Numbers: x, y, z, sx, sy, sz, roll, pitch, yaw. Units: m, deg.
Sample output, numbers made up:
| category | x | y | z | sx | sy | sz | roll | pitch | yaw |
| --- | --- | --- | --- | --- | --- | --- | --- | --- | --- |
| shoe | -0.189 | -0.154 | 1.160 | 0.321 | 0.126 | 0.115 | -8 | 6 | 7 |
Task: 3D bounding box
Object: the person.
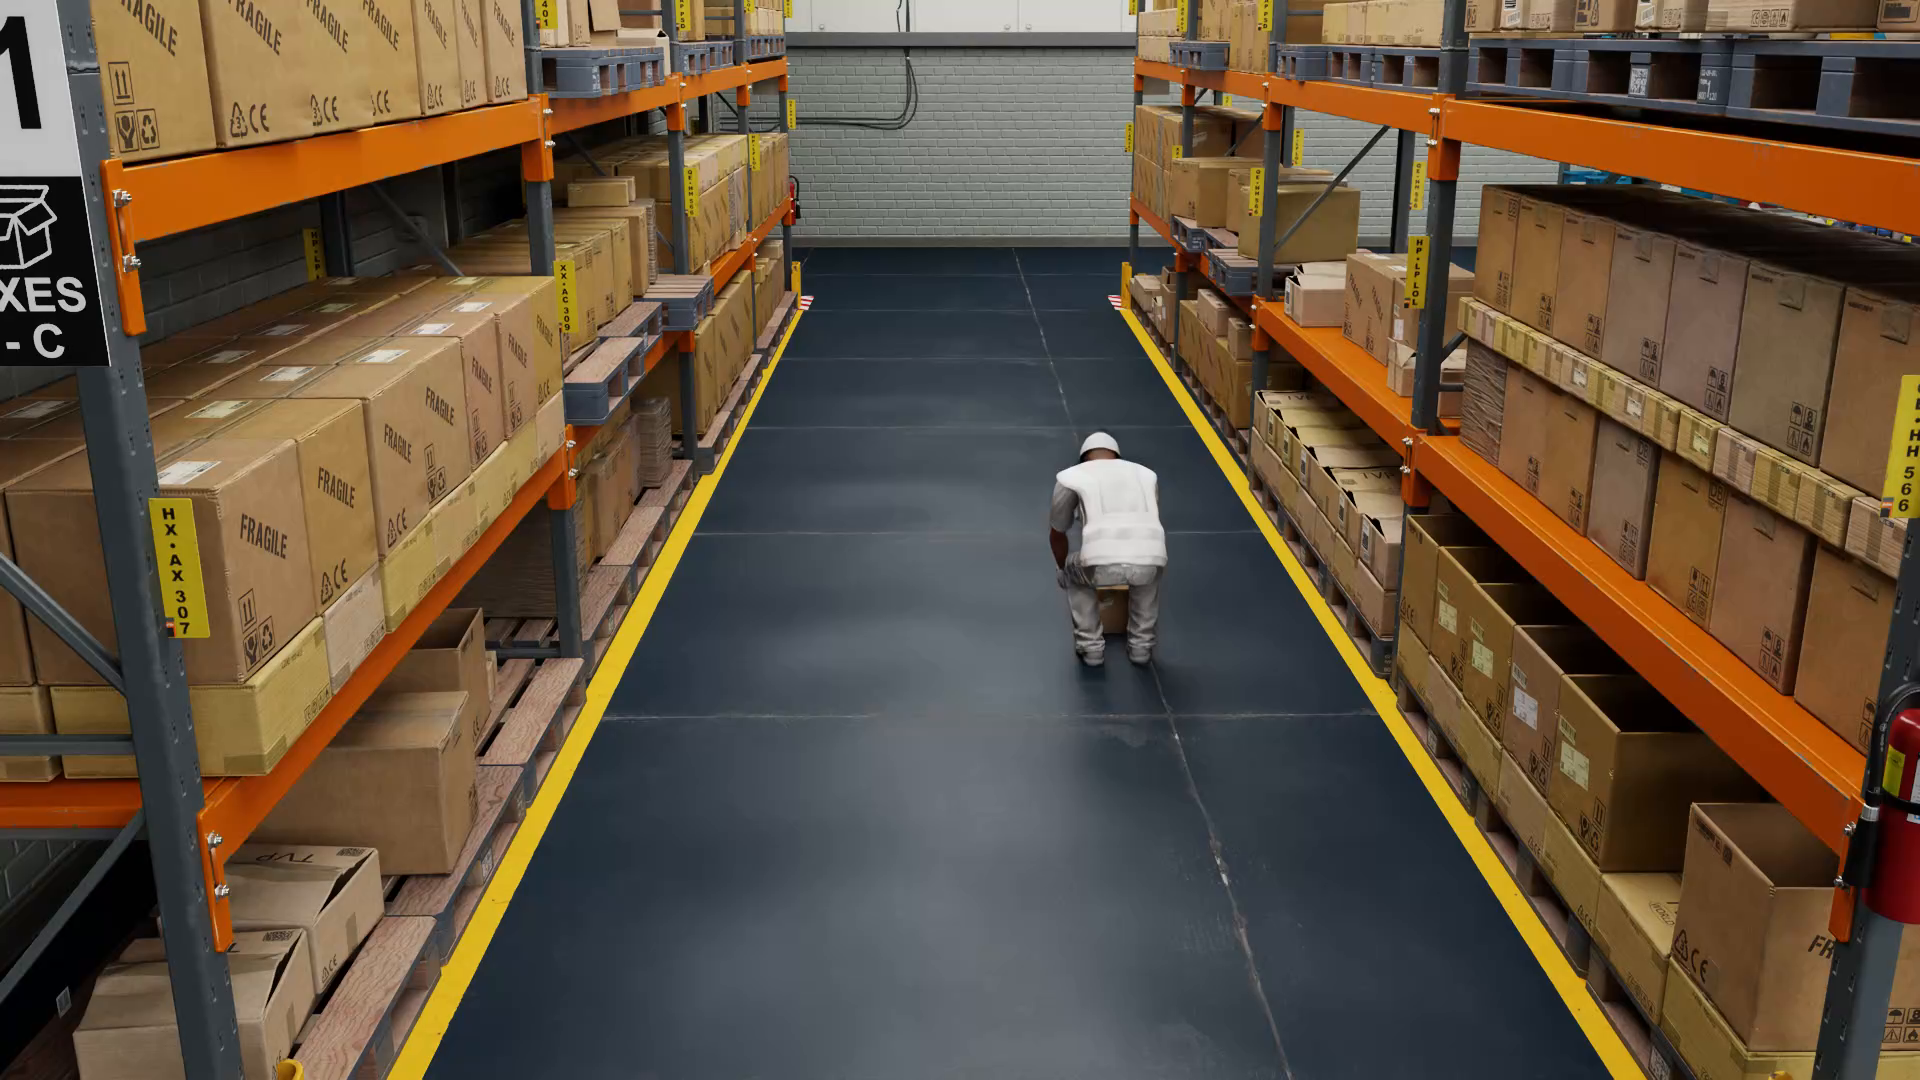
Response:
| category | x | y | z | sx | sy | sz | roll | pitch | yaw |
| --- | --- | --- | --- | --- | --- | --- | --- | --- | --- |
| person | 0.755 | 0.057 | 8.523 | 0.584 | 1.087 | 0.880 | 0 | 17 | -1 |
